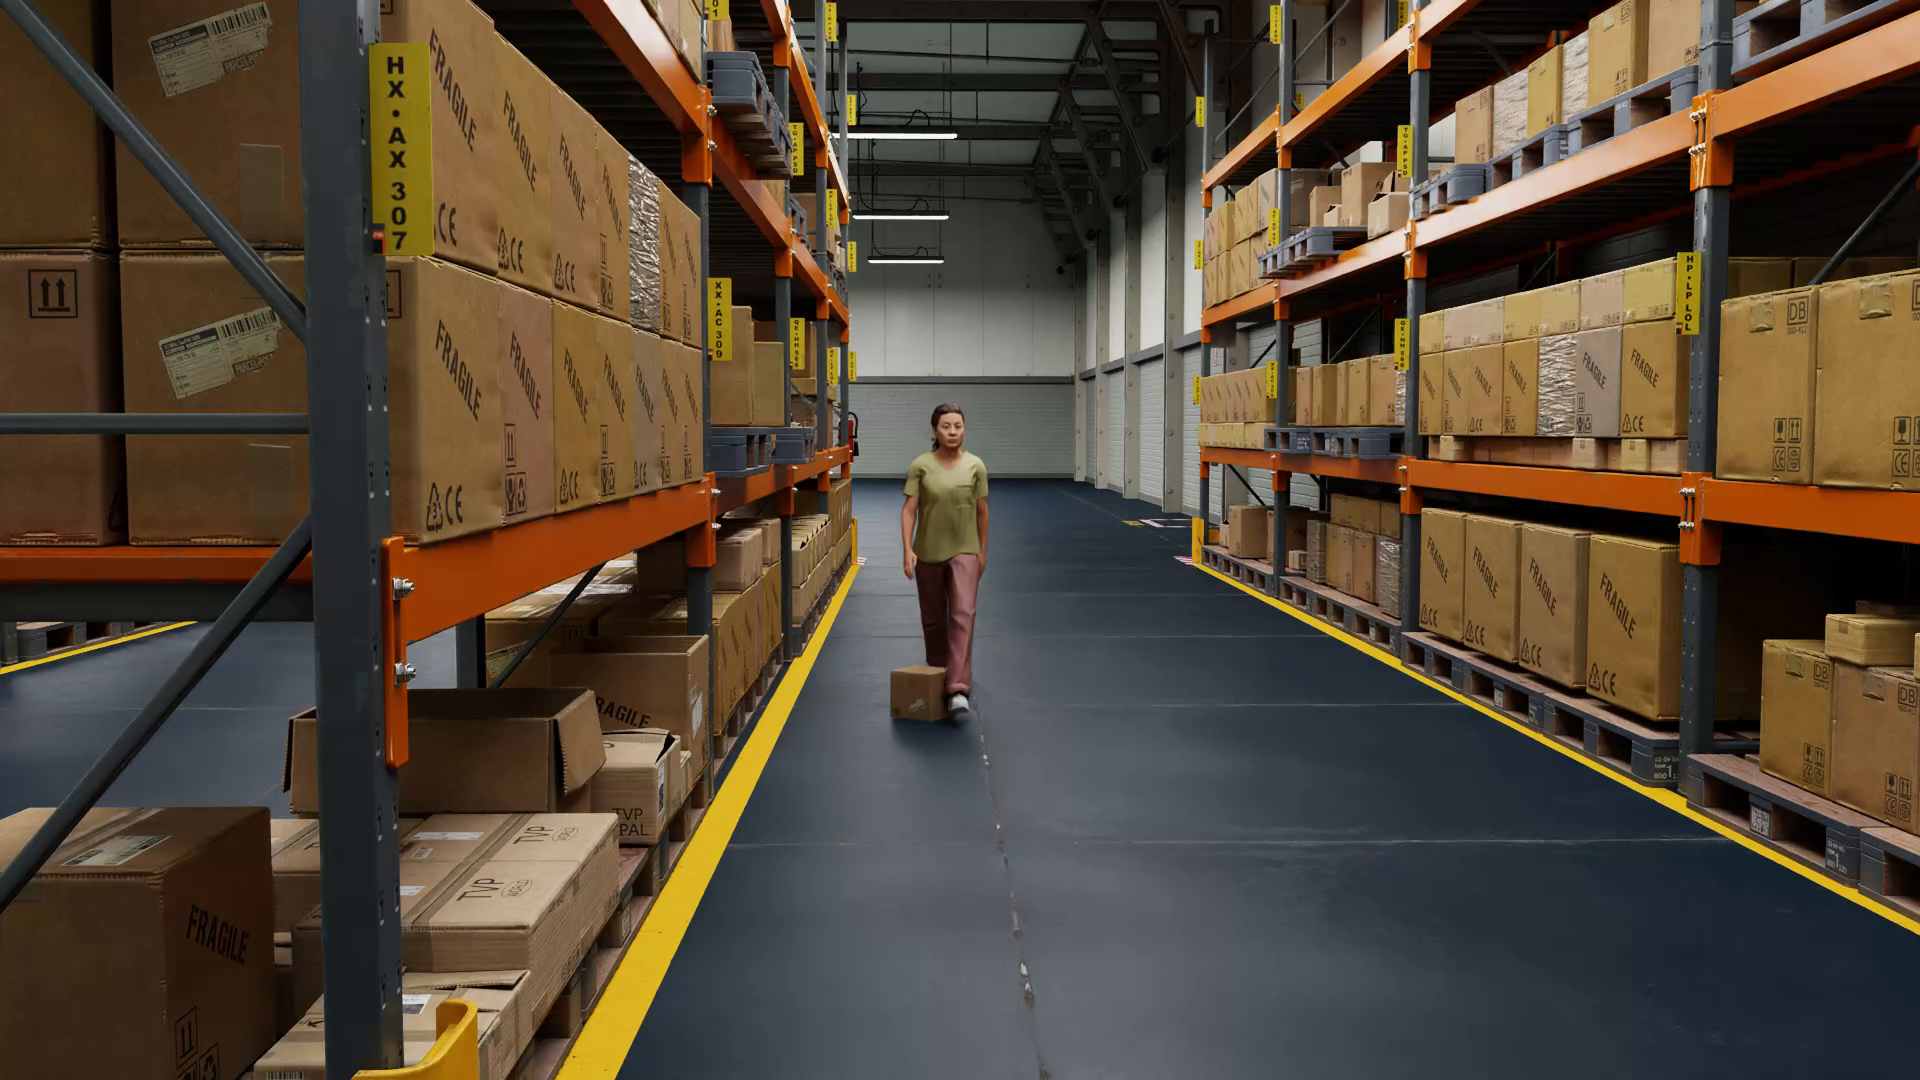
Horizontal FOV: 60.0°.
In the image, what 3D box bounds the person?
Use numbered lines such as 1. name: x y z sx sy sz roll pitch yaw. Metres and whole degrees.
1. person: -0.078 0.074 8.814 0.460 1.601 1.116 0 4 2
